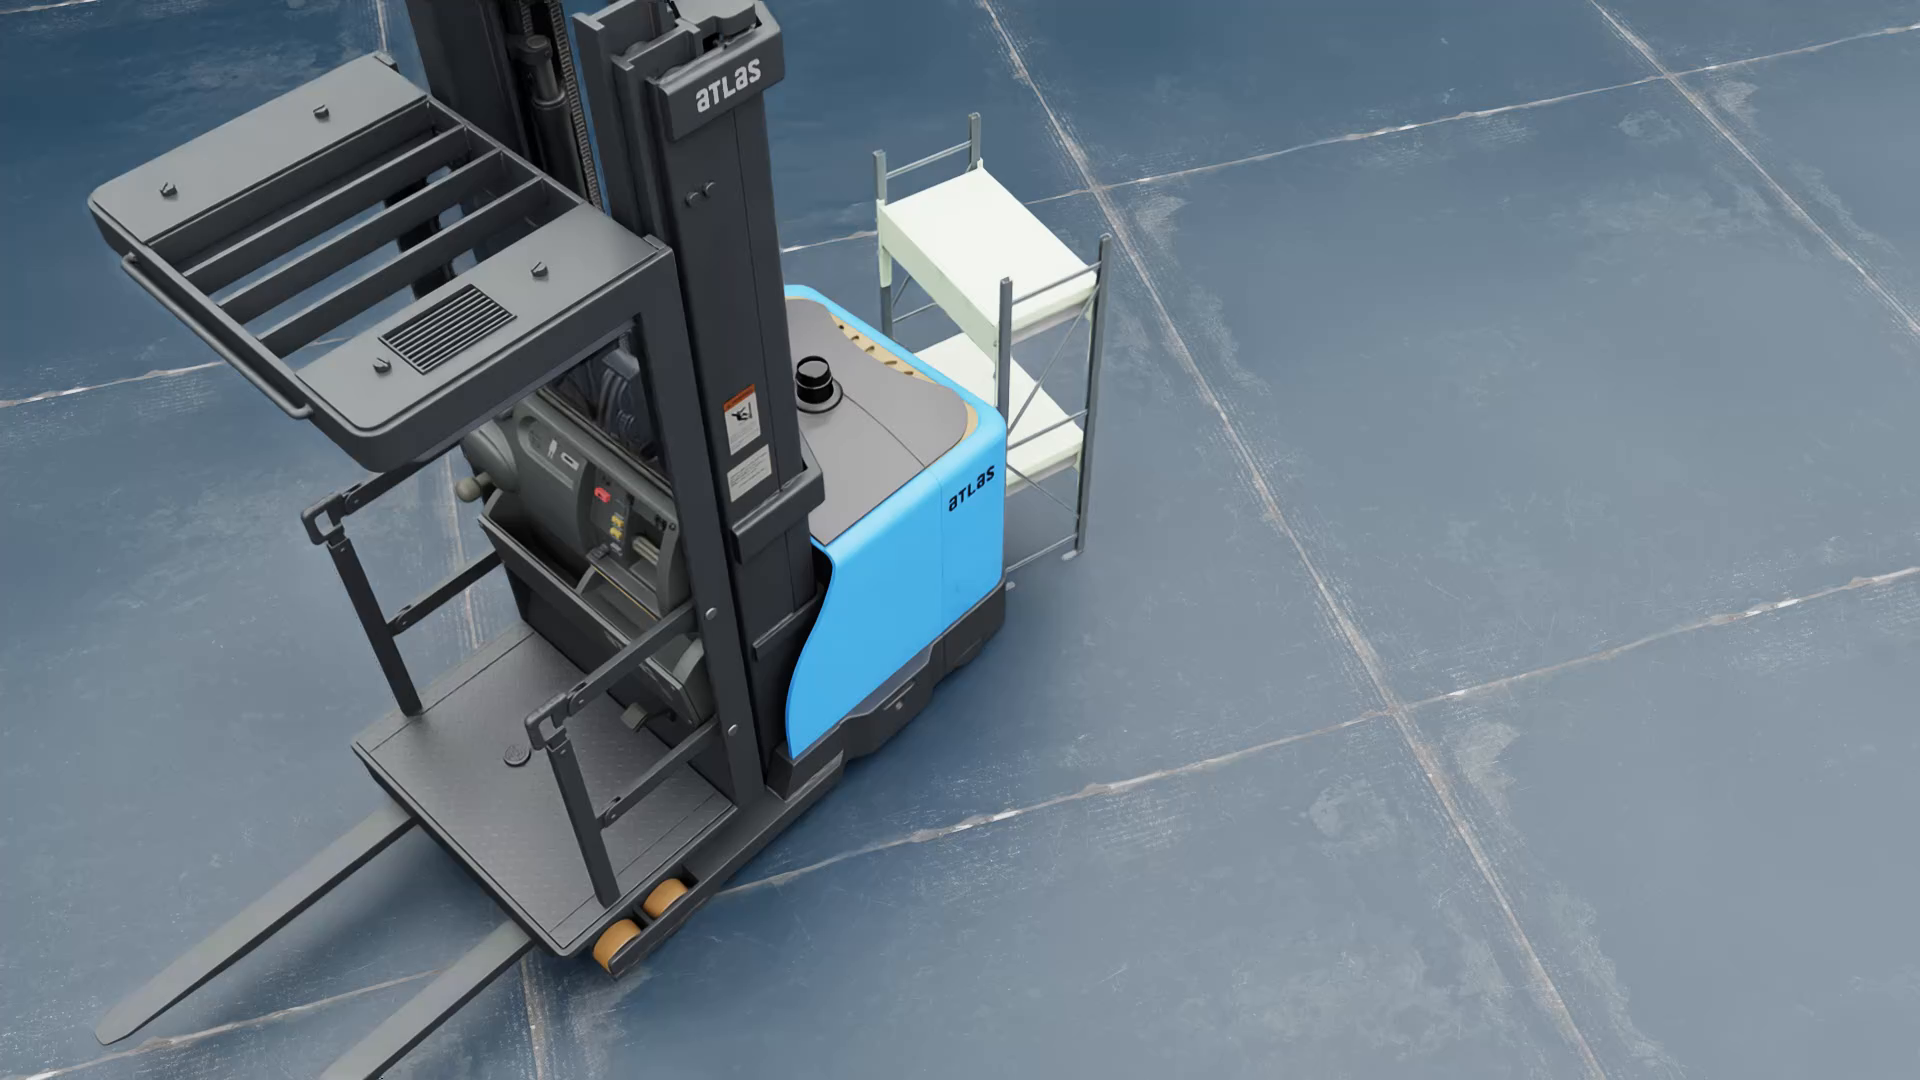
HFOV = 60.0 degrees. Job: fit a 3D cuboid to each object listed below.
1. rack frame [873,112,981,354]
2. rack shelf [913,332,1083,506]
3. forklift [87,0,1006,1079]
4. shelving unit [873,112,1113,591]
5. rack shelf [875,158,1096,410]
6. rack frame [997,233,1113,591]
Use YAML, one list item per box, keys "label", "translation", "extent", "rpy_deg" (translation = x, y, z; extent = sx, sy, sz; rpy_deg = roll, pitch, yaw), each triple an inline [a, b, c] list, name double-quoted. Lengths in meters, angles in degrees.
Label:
- label: "rack frame"
  translation: [-0.106, -0.836, 5.974]
  extent: [0.400, 1.500, 0.023]
  rpy_deg: [-26, 55, -20]
- label: "rack shelf"
  translation: [0.093, -0.391, 6.025]
  extent: [0.431, 0.370, 0.720]
  rpy_deg: [-26, 55, -20]
- label: "forklift"
  translation: [-1.211, -0.062, 4.385]
  extent: [1.130, 2.935, 3.031]
  rpy_deg: [35, 58, 26]
- label: "shelving unit"
  translation: [0.093, -0.601, 5.775]
  extent: [0.431, 1.500, 0.755]
  rpy_deg: [-26, 55, -20]
- label: "rack shelf"
  translation: [0.093, -0.852, 5.477]
  extent: [0.431, 0.370, 0.720]
  rpy_deg: [-26, 55, -20]
- label: "rack frame"
  translation: [0.291, -0.366, 5.577]
  extent: [0.400, 1.500, 0.023]
  rpy_deg: [-26, 55, -20]
